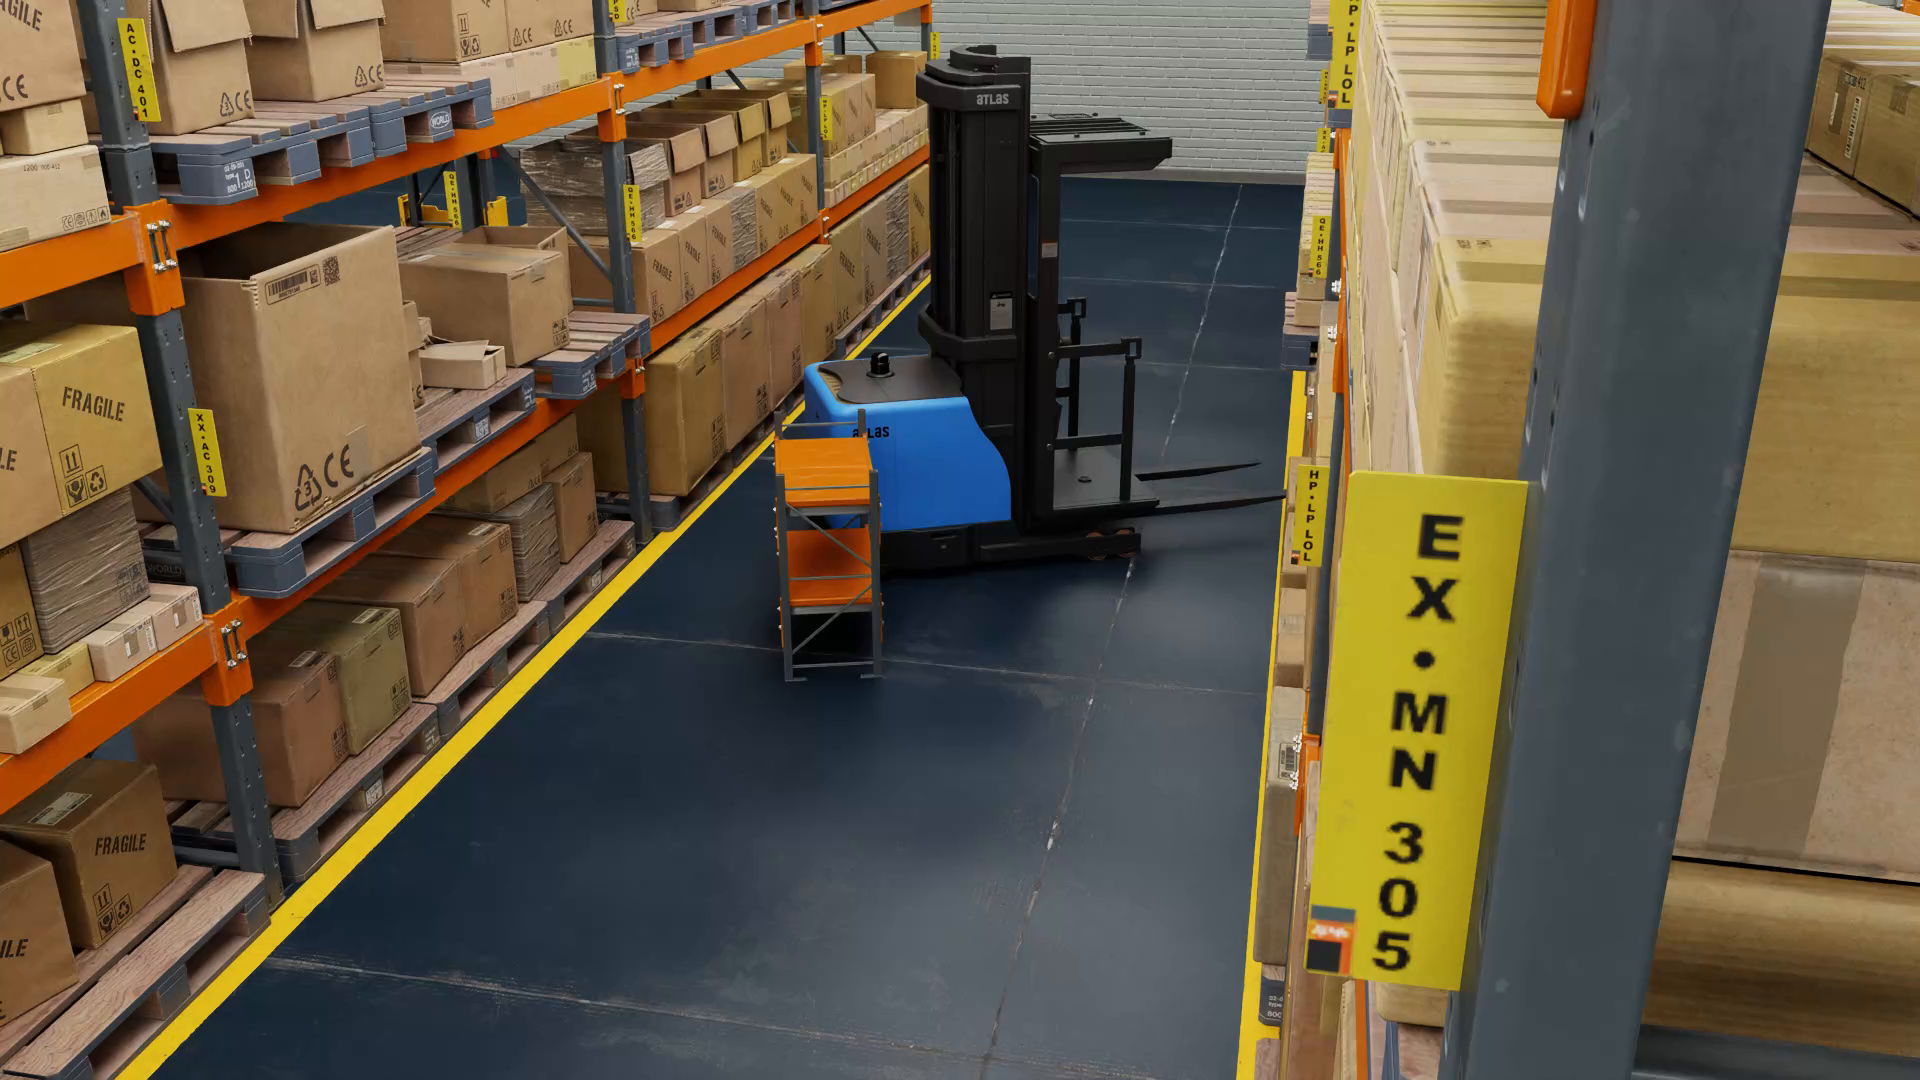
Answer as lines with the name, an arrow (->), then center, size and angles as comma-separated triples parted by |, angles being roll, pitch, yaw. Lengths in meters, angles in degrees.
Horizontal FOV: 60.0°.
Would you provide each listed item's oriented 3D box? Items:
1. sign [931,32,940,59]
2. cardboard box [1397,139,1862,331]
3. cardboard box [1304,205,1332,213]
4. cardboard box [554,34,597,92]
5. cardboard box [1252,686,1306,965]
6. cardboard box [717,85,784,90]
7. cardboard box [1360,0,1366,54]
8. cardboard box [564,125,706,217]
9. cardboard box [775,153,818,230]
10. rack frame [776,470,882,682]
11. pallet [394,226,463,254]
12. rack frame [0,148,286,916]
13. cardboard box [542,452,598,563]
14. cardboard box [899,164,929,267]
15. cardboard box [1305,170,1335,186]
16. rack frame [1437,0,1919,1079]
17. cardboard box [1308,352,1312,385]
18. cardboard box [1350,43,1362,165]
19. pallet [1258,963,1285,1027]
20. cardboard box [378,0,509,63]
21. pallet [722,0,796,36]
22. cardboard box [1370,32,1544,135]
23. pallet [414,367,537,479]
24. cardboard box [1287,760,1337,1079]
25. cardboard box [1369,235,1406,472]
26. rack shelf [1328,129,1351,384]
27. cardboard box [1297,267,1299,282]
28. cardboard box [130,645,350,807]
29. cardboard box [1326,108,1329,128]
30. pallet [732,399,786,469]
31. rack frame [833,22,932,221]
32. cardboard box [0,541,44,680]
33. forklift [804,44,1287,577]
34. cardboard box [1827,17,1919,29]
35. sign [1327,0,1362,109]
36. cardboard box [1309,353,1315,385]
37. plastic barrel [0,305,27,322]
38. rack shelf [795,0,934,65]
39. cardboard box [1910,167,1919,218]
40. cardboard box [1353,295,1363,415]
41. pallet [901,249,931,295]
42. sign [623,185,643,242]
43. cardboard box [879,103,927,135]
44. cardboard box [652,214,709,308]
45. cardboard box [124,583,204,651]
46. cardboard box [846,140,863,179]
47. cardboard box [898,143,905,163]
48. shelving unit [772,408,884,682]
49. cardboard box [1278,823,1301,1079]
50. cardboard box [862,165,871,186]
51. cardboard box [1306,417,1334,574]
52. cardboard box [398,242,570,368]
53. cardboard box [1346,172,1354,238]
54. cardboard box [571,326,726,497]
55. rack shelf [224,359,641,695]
sign -> -0.253, -4.938, 16.733 | 0.100, 0.325, 0.005 | 4, 22, 11
cardboard box -> 0.630, -0.291, 1.618 | 0.380, 0.149, 0.250 | 5, 22, 12
cardboard box -> 2.285, -1.938, 10.129 | 0.380, 0.149, 0.250 | 4, 22, 11
cardboard box -> -2.271, -2.541, 8.833 | 0.500, 0.250, 0.500 | 5, 22, 11
cardboard box -> 1.643, 1.081, 6.103 | 1.050, 0.750, 0.750 | 4, 22, 11
cardboard box -> -1.766, -3.479, 13.777 | 0.500, 0.500, 0.500 | 5, 22, 12
cardboard box -> 1.147, -1.219, 3.923 | 0.380, 0.149, 0.250 | 4, 22, 10
cardboard box -> -2.113, -2.428, 10.890 | 0.797, 0.503, 0.637 | 5, 22, 12
cardboard box -> -1.426, -2.729, 12.981 | 0.500, 0.500, 0.500 | 5, 22, 11
rack frame -> -0.653, 0.191, 8.372 | 0.500, 1.125, 0.032 | -2, 22, -6
pallet -> -5.837, -3.123, 17.825 | 1.003, 0.211, 1.213 | 4, 22, 11
rack frame -> -3.230, 0.051, 6.211 | 1.000, 3.000, 0.127 | 4, 22, 11
cardboard box -> -2.531, -0.210, 9.616 | 0.700, 0.500, 0.500 | 3, 22, 8
cardboard box -> -0.834, -3.307, 16.831 | 0.875, 0.875, 0.875 | 4, 22, 11
cardboard box -> 2.547, -2.418, 11.319 | 0.380, 0.149, 0.250 | 4, 22, 10
rack frame -> 0.785, -0.854, 0.428 | 0.949, 2.616, 0.053 | 4, 22, 11
cardboard box -> 2.827, -1.245, 12.213 | 0.500, 0.500, 0.500 | 5, 23, 13
cardboard box -> 1.231, -1.077, 4.105 | 0.500, 0.250, 0.500 | 5, 22, 11
pallet -> 1.688, 1.472, 6.417 | 1.003, 0.211, 1.213 | 4, 22, 11
cardboard box -> -2.477, -2.520, 7.776 | 0.500, 0.500, 0.500 | 5, 22, 12
pallet -> -1.737, -3.838, 12.110 | 0.805, 0.209, 1.217 | 4, 22, 9
cardboard box -> 0.887, -0.756, 2.774 | 0.380, 0.149, 0.250 | 4, 22, 11
pallet -> -2.778, -0.596, 8.074 | 1.003, 0.211, 1.213 | 4, 22, 11
cardboard box -> 1.226, 0.924, 3.844 | 0.875, 0.550, 0.550 | 4, 22, 11
cardboard box -> 0.718, -0.155, 1.815 | 0.500, 0.250, 0.500 | 5, 22, 11
rack shelf -> 2.013, -1.323, 6.571 | 1.077, 0.370, 4.000 | 4, 22, 11
cardboard box -> 2.129, -1.526, 9.504 | 0.380, 0.149, 0.250 | 5, 23, 13
cardboard box -> -3.084, 0.784, 7.150 | 0.700, 0.500, 0.500 | 3, 22, 7
cardboard box -> 3.068, -3.300, 12.663 | 0.500, 0.500, 0.500 | 4, 22, 9
pallet -> -1.928, -0.846, 12.171 | 1.003, 0.211, 1.213 | 4, 22, 11
rack frame -> -0.782, -4.338, 17.108 | 1.000, 3.000, 0.127 | 4, 22, 11
cardboard box -> -3.519, 0.207, 5.293 | 0.875, 0.500, 0.500 | 4, 22, 11
forklift -> 0.607, -1.420, 9.956 | 3.031, 2.935, 1.130 | -6, 23, -14
cardboard box -> 1.636, -0.891, 3.109 | 0.380, 0.149, 0.250 | 5, 22, 11
sign -> 1.072, -1.349, 4.559 | 0.100, 0.325, 0.005 | 4, 22, 11
cardboard box -> 2.613, -1.212, 11.127 | 0.500, 0.250, 0.500 | 5, 23, 13
plastic barrel -> -6.949, -1.459, 12.626 | 0.600, 0.588, 0.708 | 4, 22, 11
rack shelf -> -1.190, -4.664, 14.866 | 1.077, 0.370, 4.000 | 4, 22, 11
cardboard box -> 1.376, -0.426, 1.955 | 0.380, 0.149, 0.250 | 4, 22, 10
cardboard box -> 0.836, -0.292, 2.689 | 0.380, 0.149, 0.250 | 5, 22, 12
pallet -> -0.868, -2.746, 16.889 | 1.003, 0.211, 1.213 | 4, 22, 11
sign -> -1.881, -1.874, 9.548 | 0.100, 0.325, 0.005 | 4, 22, 11
cardboard box -> -0.621, -4.208, 16.591 | 0.500, 0.250, 0.500 | 4, 22, 10
cardboard box -> -1.946, -1.804, 10.684 | 0.500, 0.500, 0.500 | 4, 22, 9
cardboard box -> -2.986, 0.269, 6.008 | 0.380, 0.149, 0.250 | 4, 22, 11
cardboard box -> -1.139, -3.276, 14.276 | 0.500, 0.250, 0.500 | 4, 22, 11
cardboard box -> -0.739, -3.692, 15.842 | 0.380, 0.149, 0.250 | 4, 22, 10
shelving unit -> -0.710, 0.003, 8.841 | 0.538, 1.125, 1.048 | -2, 22, -6
cardboard box -> 1.408, 1.482, 4.942 | 0.875, 0.875, 0.875 | 5, 22, 12
cardboard box -> -1.001, -3.223, 14.678 | 0.380, 0.149, 0.250 | 4, 22, 10
cardboard box -> 1.656, -0.161, 6.604 | 0.500, 0.500, 0.500 | 5, 22, 11
cardboard box -> -2.501, -1.241, 8.723 | 0.700, 0.500, 0.500 | 8, 23, 19
cardboard box -> 1.094, -0.757, 3.842 | 0.380, 0.149, 0.250 | 4, 22, 11
cardboard box -> -2.253, -0.872, 10.785 | 1.225, 0.875, 0.875 | 3, 22, 8
rack shelf -> -2.822, -0.347, 8.162 | 1.077, 0.370, 4.000 | 4, 22, 11
